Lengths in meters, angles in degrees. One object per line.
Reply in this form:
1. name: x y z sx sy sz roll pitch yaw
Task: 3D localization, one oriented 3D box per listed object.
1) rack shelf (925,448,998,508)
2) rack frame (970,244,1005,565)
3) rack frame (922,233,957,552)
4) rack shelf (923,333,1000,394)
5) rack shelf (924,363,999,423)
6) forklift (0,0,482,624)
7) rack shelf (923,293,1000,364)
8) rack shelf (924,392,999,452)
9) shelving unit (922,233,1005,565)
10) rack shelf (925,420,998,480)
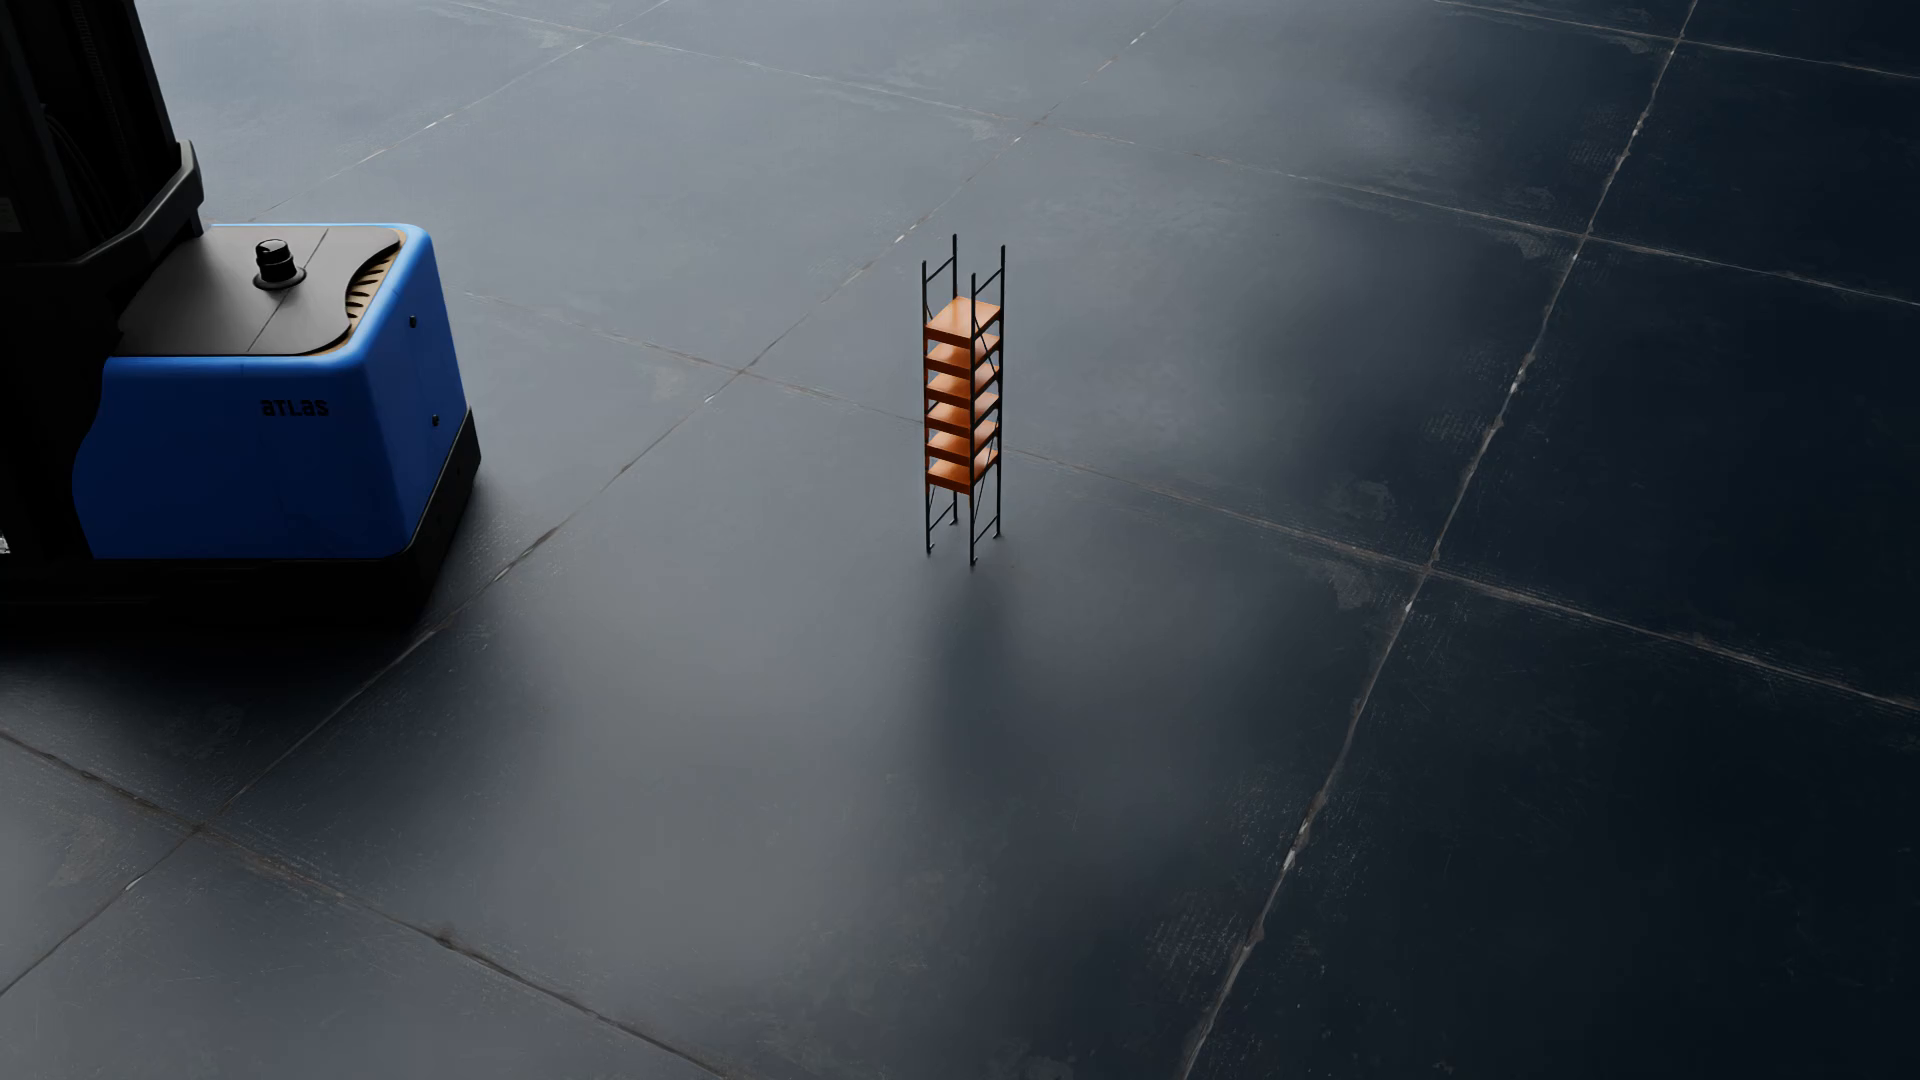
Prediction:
1. rack shelf: 0.013 -0.247 6.054 0.180 0.103 0.258 17 41 21
2. rack frame: 0.094 -0.448 5.848 0.006 1.200 0.240 17 41 21
3. rack frame: -0.068 -0.499 5.915 0.006 1.200 0.240 17 41 21
4. rack shelf: 0.013 -0.630 5.764 0.180 0.103 0.258 17 41 21
5. rack shelf: 0.013 -0.534 5.836 0.180 0.103 0.258 17 41 21
6. forklift: -3.397 -1.163 5.358 3.031 2.935 1.130 0 37 0
7. rack shelf: 0.013 -0.725 5.691 0.180 0.103 0.258 17 41 21
8. rack shelf: 0.013 -0.438 5.909 0.180 0.103 0.258 17 41 21
9. shelving unit: 0.013 -0.474 5.882 0.189 1.200 0.258 17 41 21
10. rack shelf: 0.013 -0.343 5.981 0.180 0.103 0.258 17 41 21
